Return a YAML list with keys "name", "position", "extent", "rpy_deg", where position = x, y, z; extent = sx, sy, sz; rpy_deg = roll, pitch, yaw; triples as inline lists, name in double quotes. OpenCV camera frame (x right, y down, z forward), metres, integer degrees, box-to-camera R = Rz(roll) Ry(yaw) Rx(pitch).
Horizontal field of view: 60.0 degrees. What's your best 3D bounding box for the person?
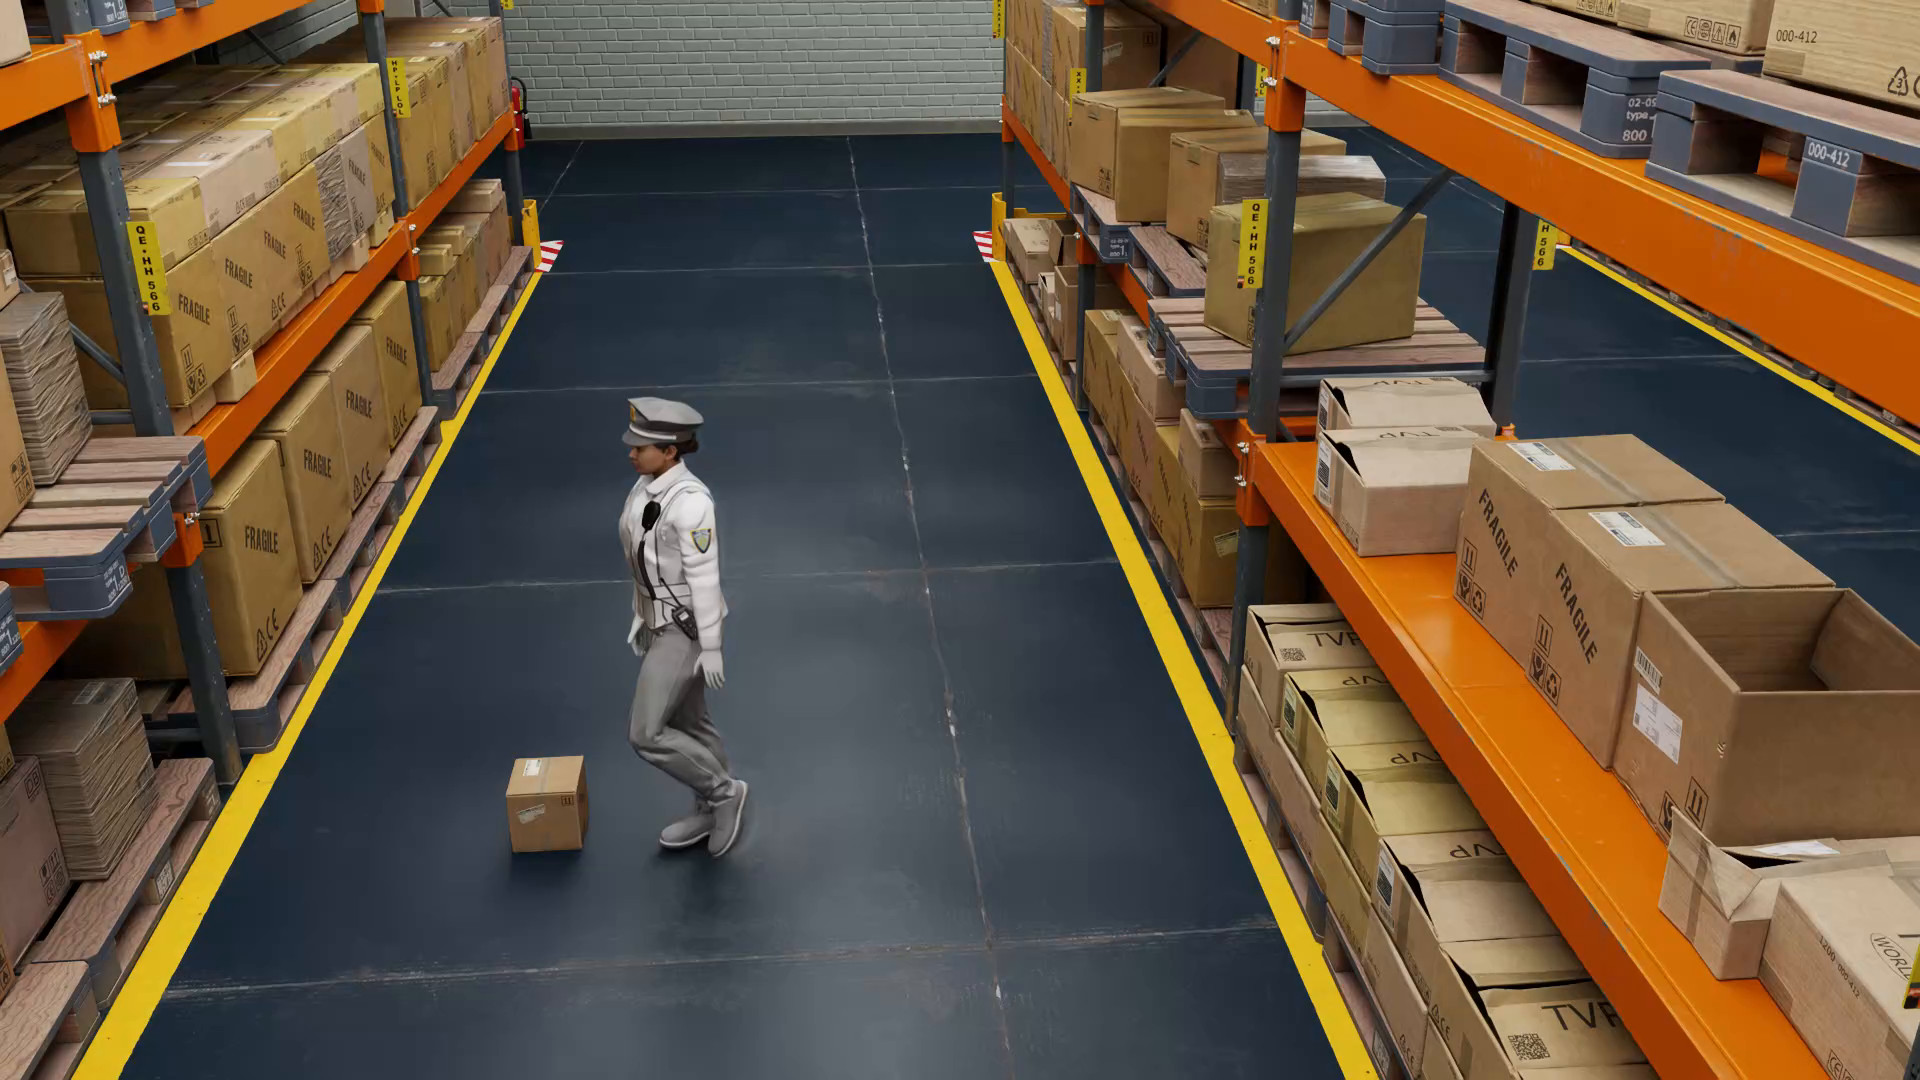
- name: "person"
  position: [-1.028, 0.318, 5.824]
  extent: [0.418, 1.681, 0.543]
  rpy_deg: [-11, 26, -23]
